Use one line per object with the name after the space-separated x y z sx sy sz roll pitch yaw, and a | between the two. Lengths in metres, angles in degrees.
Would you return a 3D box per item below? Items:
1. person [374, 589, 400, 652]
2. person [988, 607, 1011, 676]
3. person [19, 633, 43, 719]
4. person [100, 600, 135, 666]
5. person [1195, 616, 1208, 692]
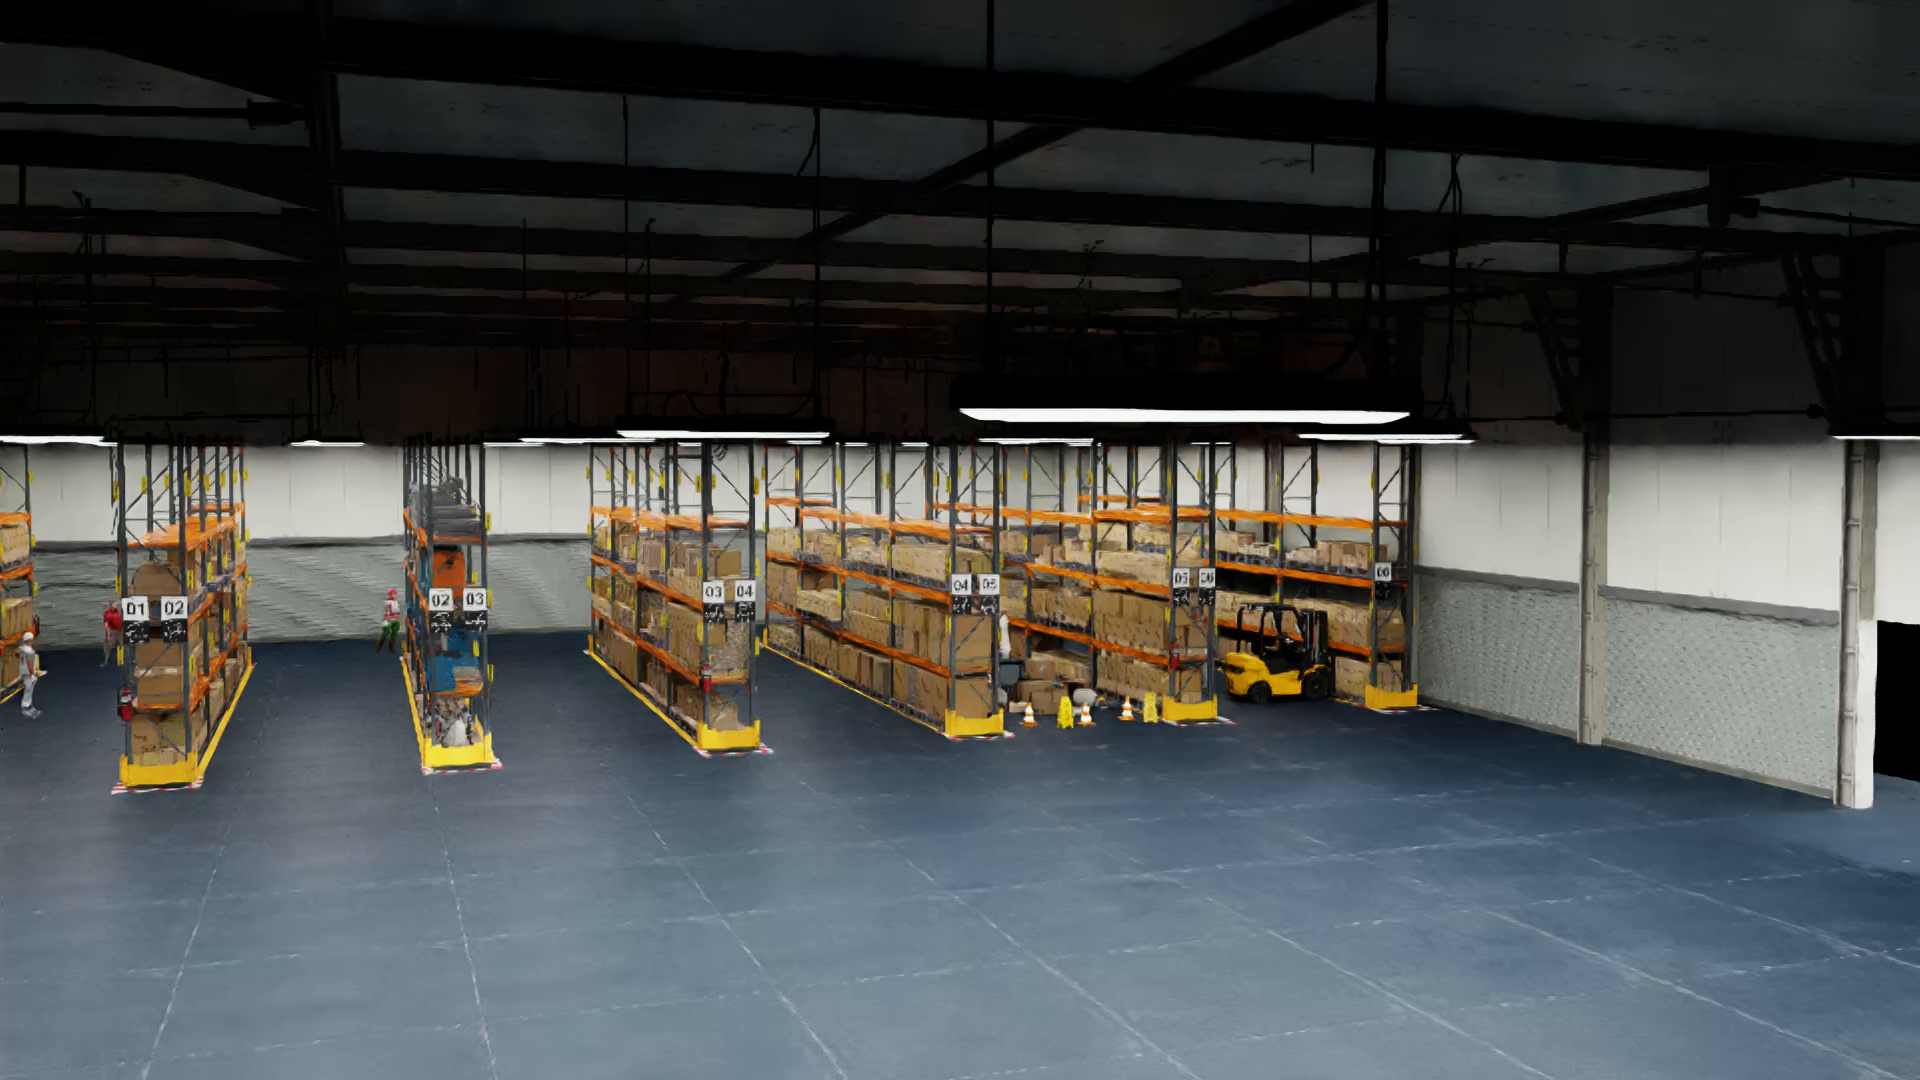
-16.026 2.227 46.536 0.511 1.720 0.737 2 4 29 | person
1.011 2.553 41.094 0.641 1.746 0.693 0 3 4 | person
-19.679 2.854 35.236 0.468 1.794 0.625 -3 4 -42 | person
-22.217 2.430 43.722 0.582 1.719 0.772 1 3 16 | person
5.637 2.665 39.168 0.501 1.758 0.585 1 3 10 | person
